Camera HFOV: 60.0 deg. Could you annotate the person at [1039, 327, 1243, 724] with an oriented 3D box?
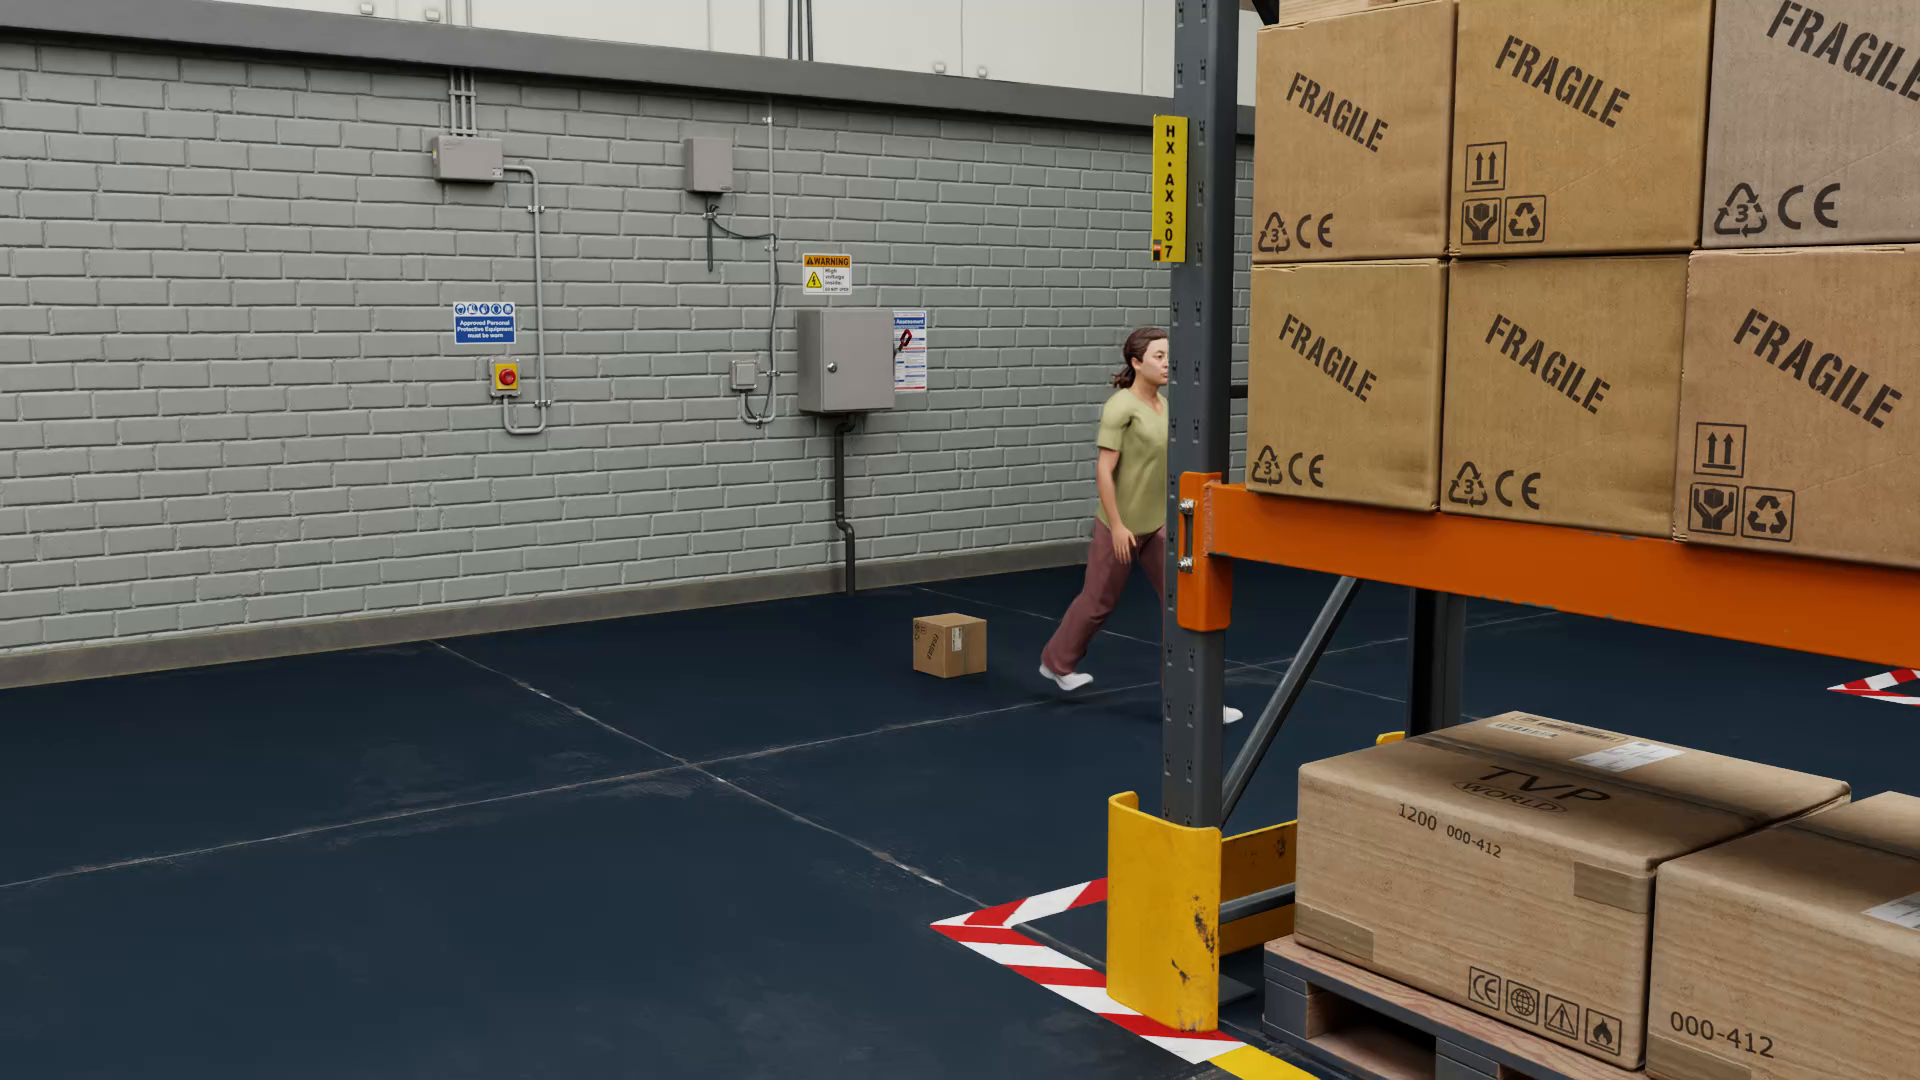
[{"bbox_3d":[0.710,-0.068,6.886,0.463,1.619,1.047,-7,10,-40],"label":"person"}]
